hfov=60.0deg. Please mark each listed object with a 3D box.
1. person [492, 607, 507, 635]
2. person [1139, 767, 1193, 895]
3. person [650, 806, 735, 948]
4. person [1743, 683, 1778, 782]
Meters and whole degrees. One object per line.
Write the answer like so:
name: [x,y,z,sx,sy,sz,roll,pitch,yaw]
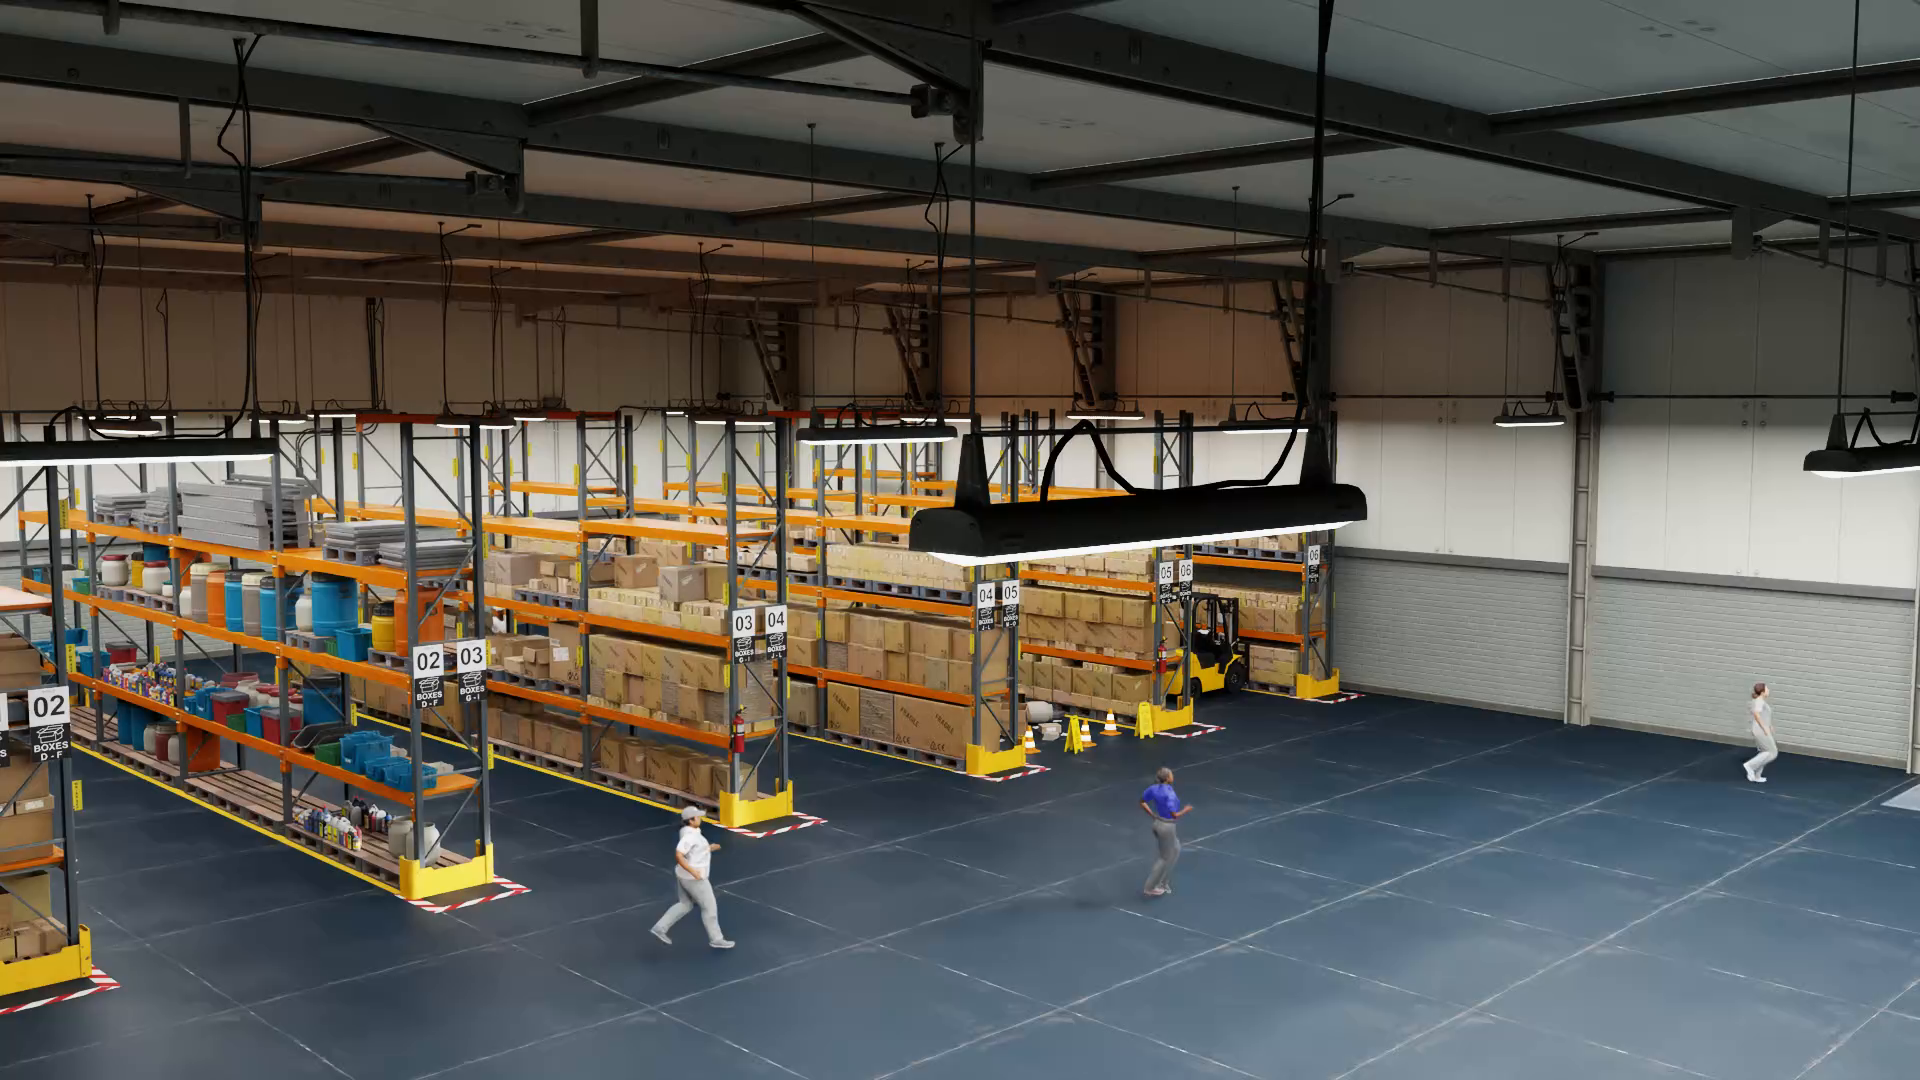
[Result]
person: [-10.053,2.280,36.328,0.645,1.779,0.956,-4,7,-42]
person: [2.614,3.691,21.027,0.667,1.685,0.558,-2,5,-20]
person: [-3.047,3.840,18.909,0.943,1.653,0.605,-2,5,-21]
person: [13.116,3.153,27.242,0.512,1.633,0.569,1,5,13]
